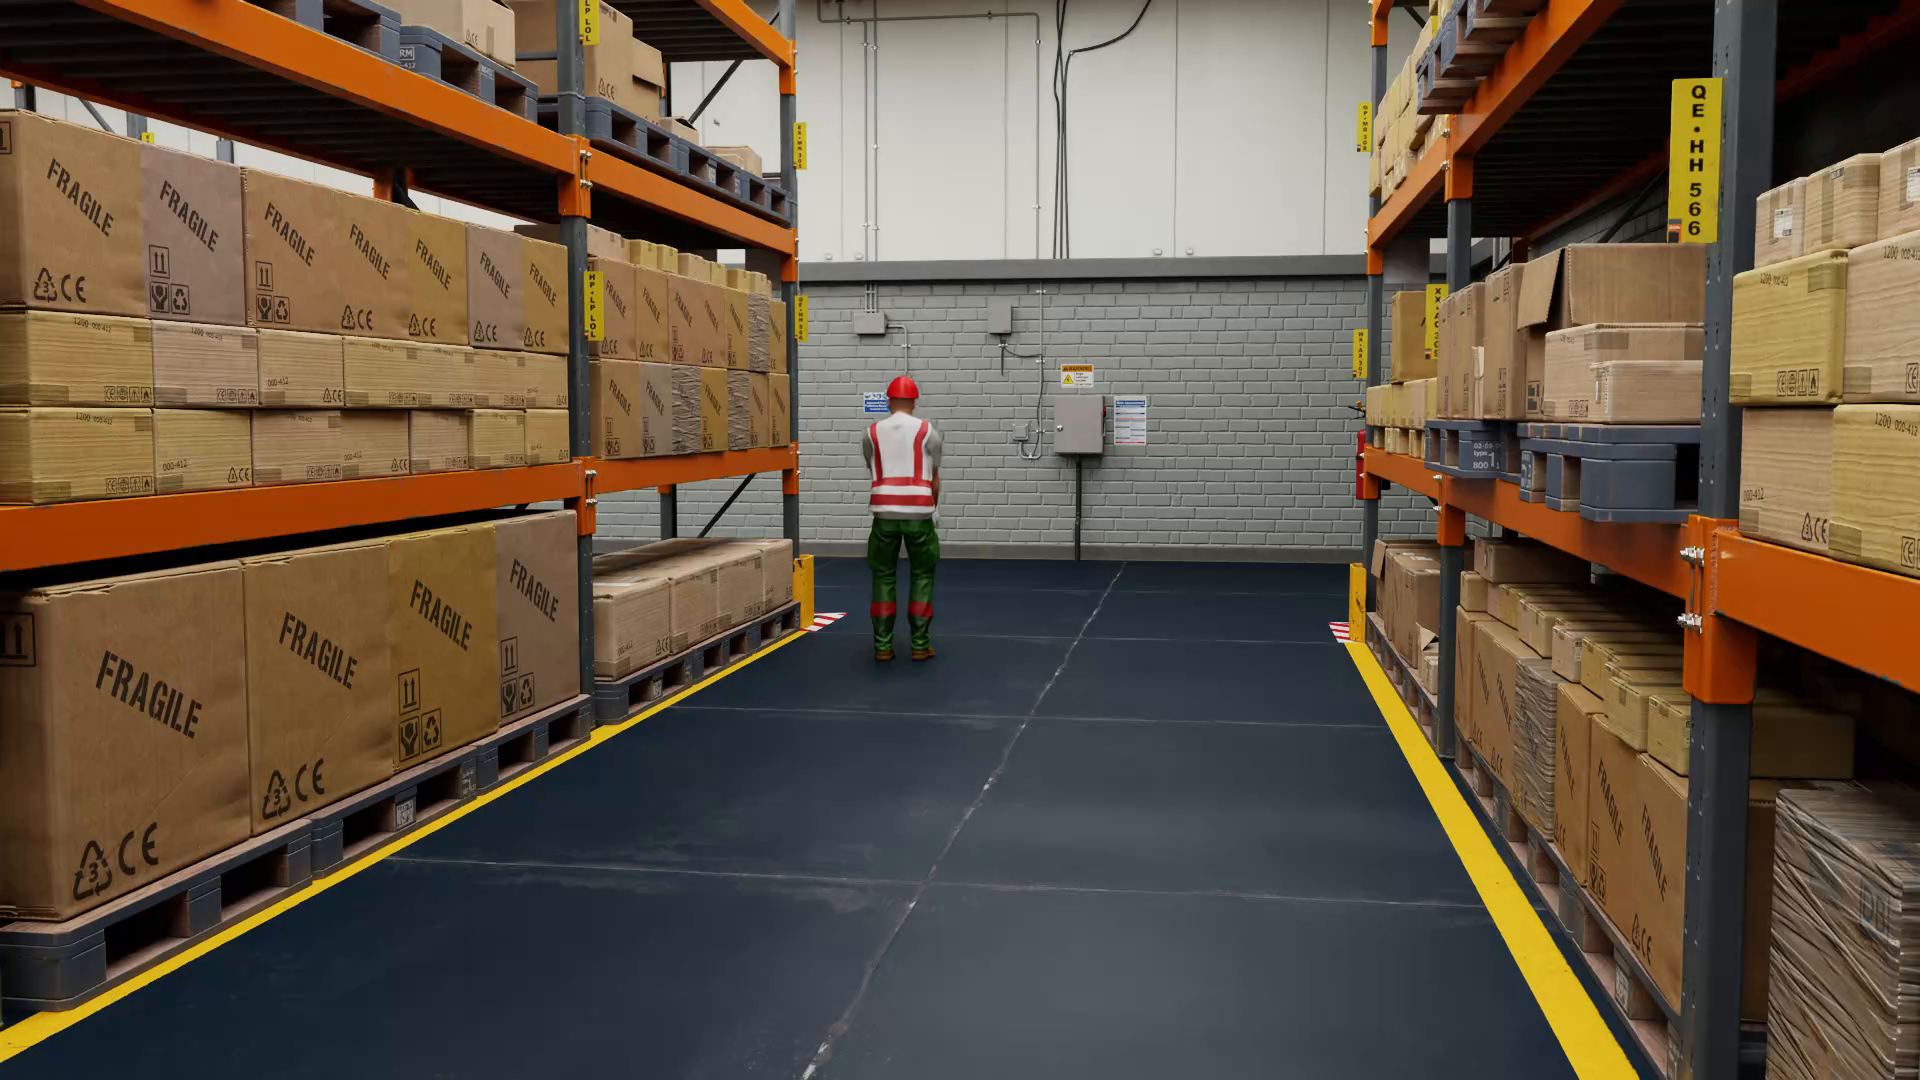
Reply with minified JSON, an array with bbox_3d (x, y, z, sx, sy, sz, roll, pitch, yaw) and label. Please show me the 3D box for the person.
[{"bbox_3d":[-0.355,-0.145,10.418,0.493,1.770,0.576,1,4,7],"label":"person"}]
